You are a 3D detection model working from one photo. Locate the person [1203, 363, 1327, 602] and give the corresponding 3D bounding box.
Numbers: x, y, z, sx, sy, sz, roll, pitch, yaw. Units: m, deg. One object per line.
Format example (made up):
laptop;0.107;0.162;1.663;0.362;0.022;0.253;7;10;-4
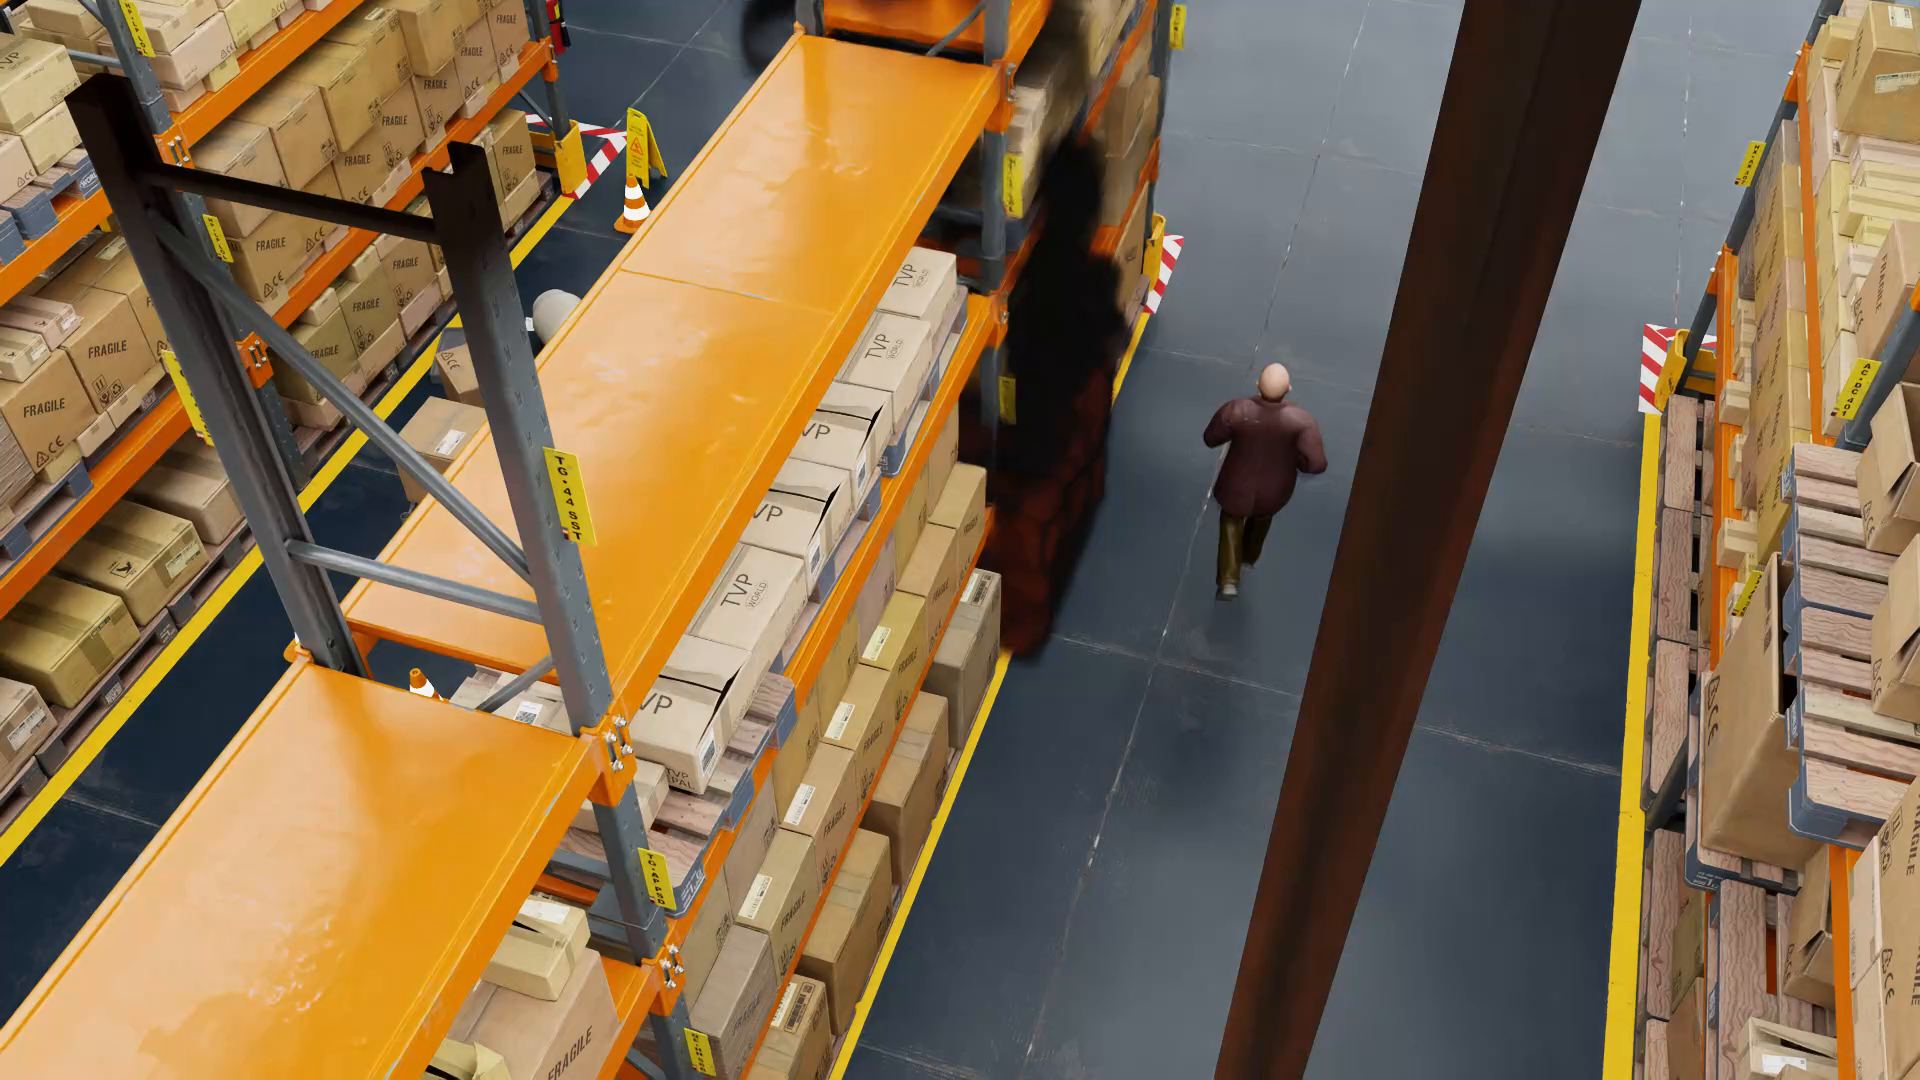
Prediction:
person;1.776;-0.372;9.877;0.720;1.773;0.841;9;46;8
